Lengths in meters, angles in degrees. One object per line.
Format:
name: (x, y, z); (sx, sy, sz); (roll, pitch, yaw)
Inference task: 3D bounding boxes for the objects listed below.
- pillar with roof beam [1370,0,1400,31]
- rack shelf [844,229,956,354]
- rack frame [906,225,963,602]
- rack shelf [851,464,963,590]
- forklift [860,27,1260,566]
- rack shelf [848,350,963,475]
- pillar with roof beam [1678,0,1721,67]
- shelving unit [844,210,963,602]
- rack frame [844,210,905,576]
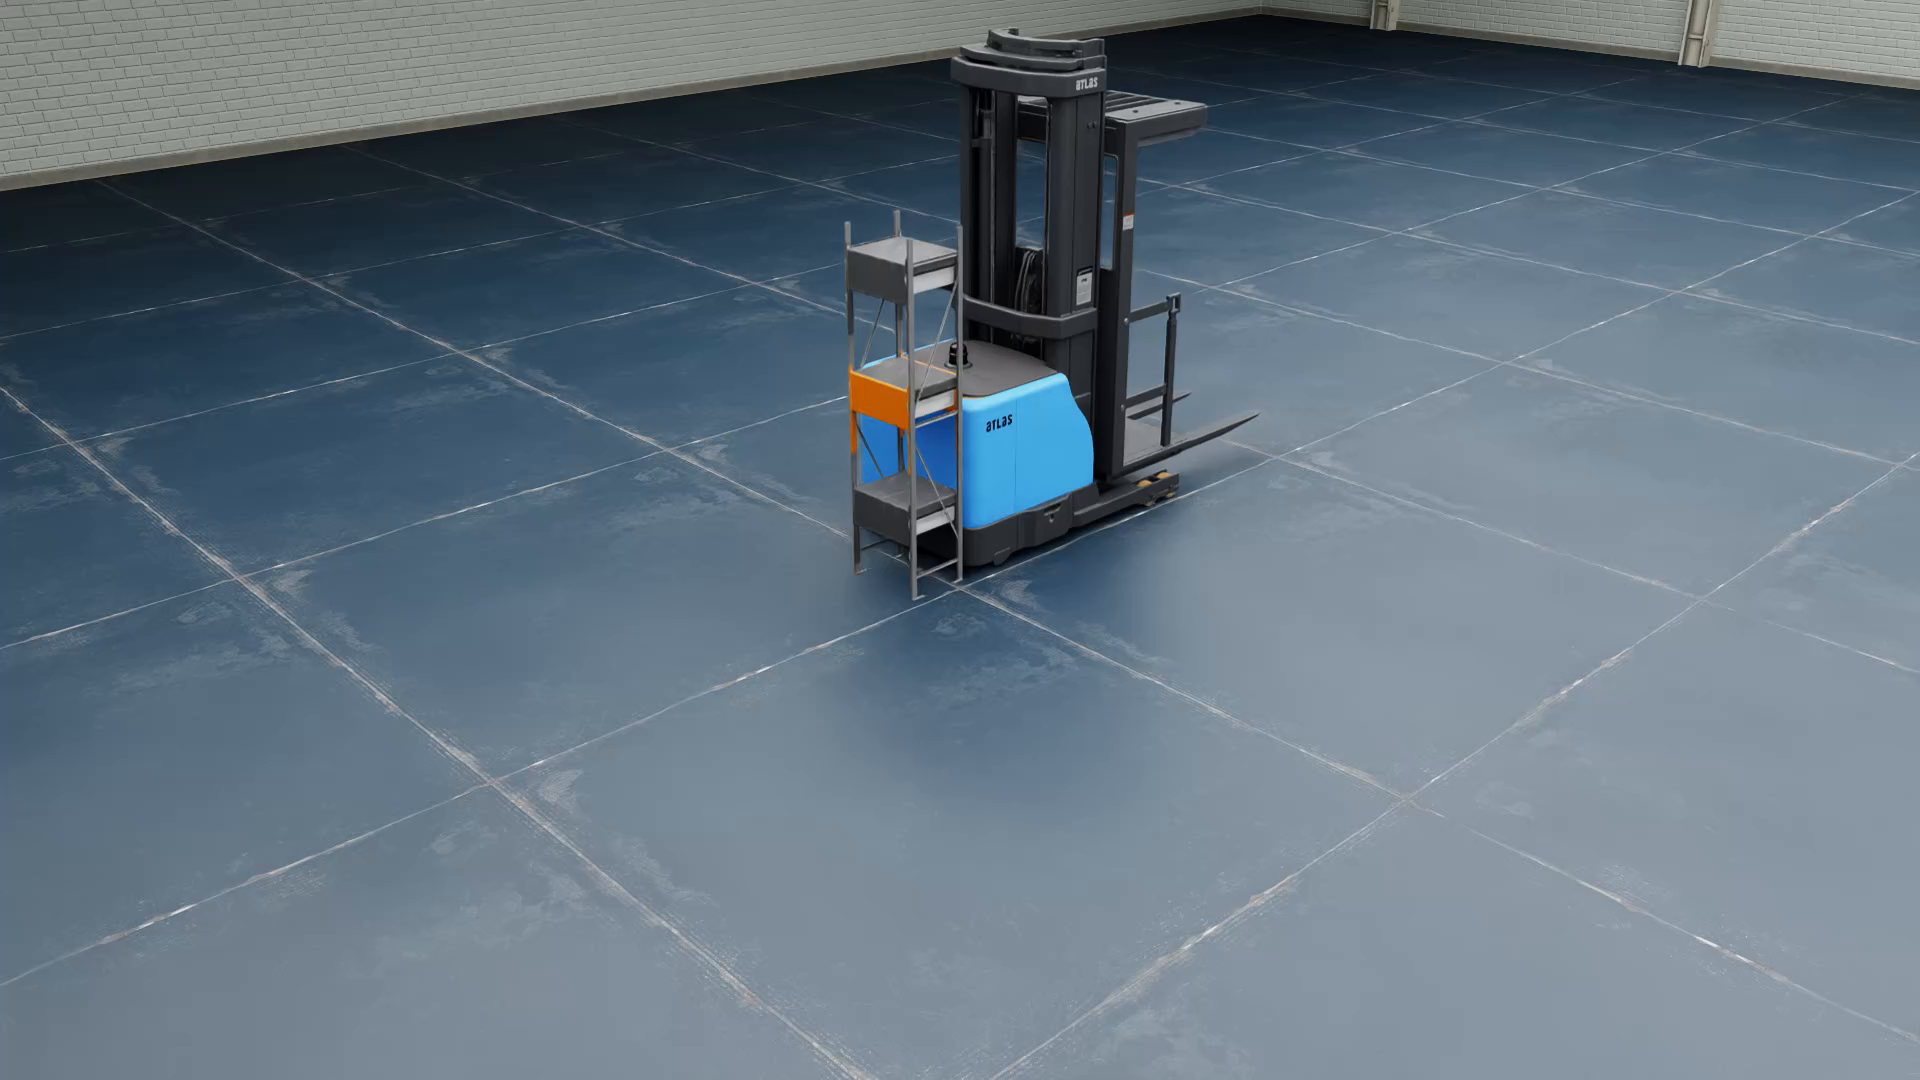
pillar with roof beam: (4.847, -12.519, 26.851); (9.100, 9.000, 0.400); (-21, 32, -38)
rack shelf: (-0.305, -1.358, 9.043); (0.480, 0.518, 0.431); (22, 33, 40)
rack frame: (-0.132, -0.662, 9.171); (0.015, 2.100, 0.400); (22, 33, 40)
rack shelf: (-0.305, -0.084, 9.624); (0.480, 0.518, 0.431); (22, 33, 40)
forklift: (0.791, -1.688, 10.420); (3.031, 2.935, 1.130); (-22, 32, -39)
rack shelf: (-0.305, -0.721, 9.334); (0.480, 0.518, 0.431); (22, 33, 40)
pillar with roof beam: (8.948, -10.702, 22.866); (9.100, 9.000, 0.400); (-21, 32, -38)
shelving unit: (-0.305, -0.734, 9.328); (0.503, 2.100, 0.431); (22, 33, 40)
rack frame: (-0.478, -0.805, 9.485); (0.015, 2.100, 0.400); (22, 33, 40)
